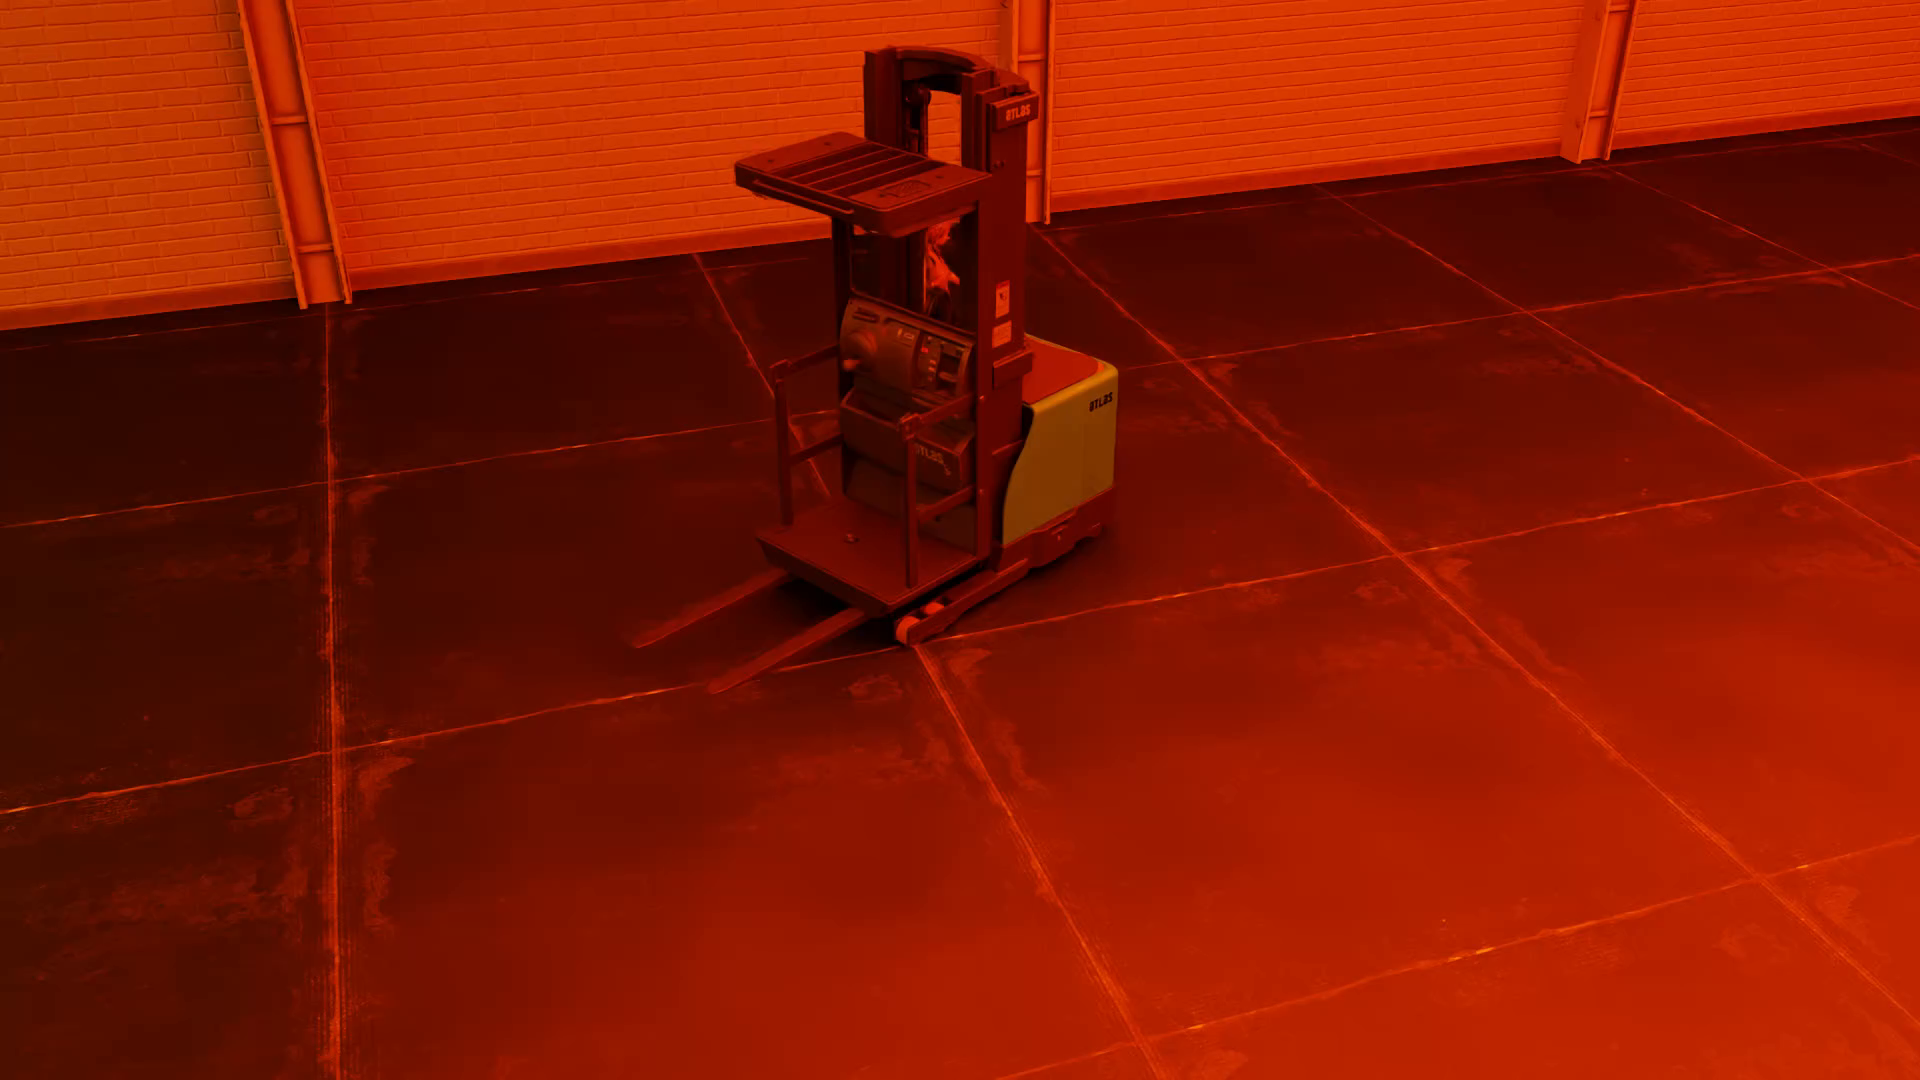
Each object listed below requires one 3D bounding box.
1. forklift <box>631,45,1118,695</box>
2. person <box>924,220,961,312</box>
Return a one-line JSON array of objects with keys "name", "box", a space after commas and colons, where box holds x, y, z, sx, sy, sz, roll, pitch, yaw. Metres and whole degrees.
[{"name": "forklift", "box": [-0.439, -0.976, 8.783, 1.130, 2.935, 3.031, 25, 38, 36]}, {"name": "person", "box": [-0.158, -1.512, 11.221, 0.648, 1.474, 0.820, 3, 30, 4]}]
